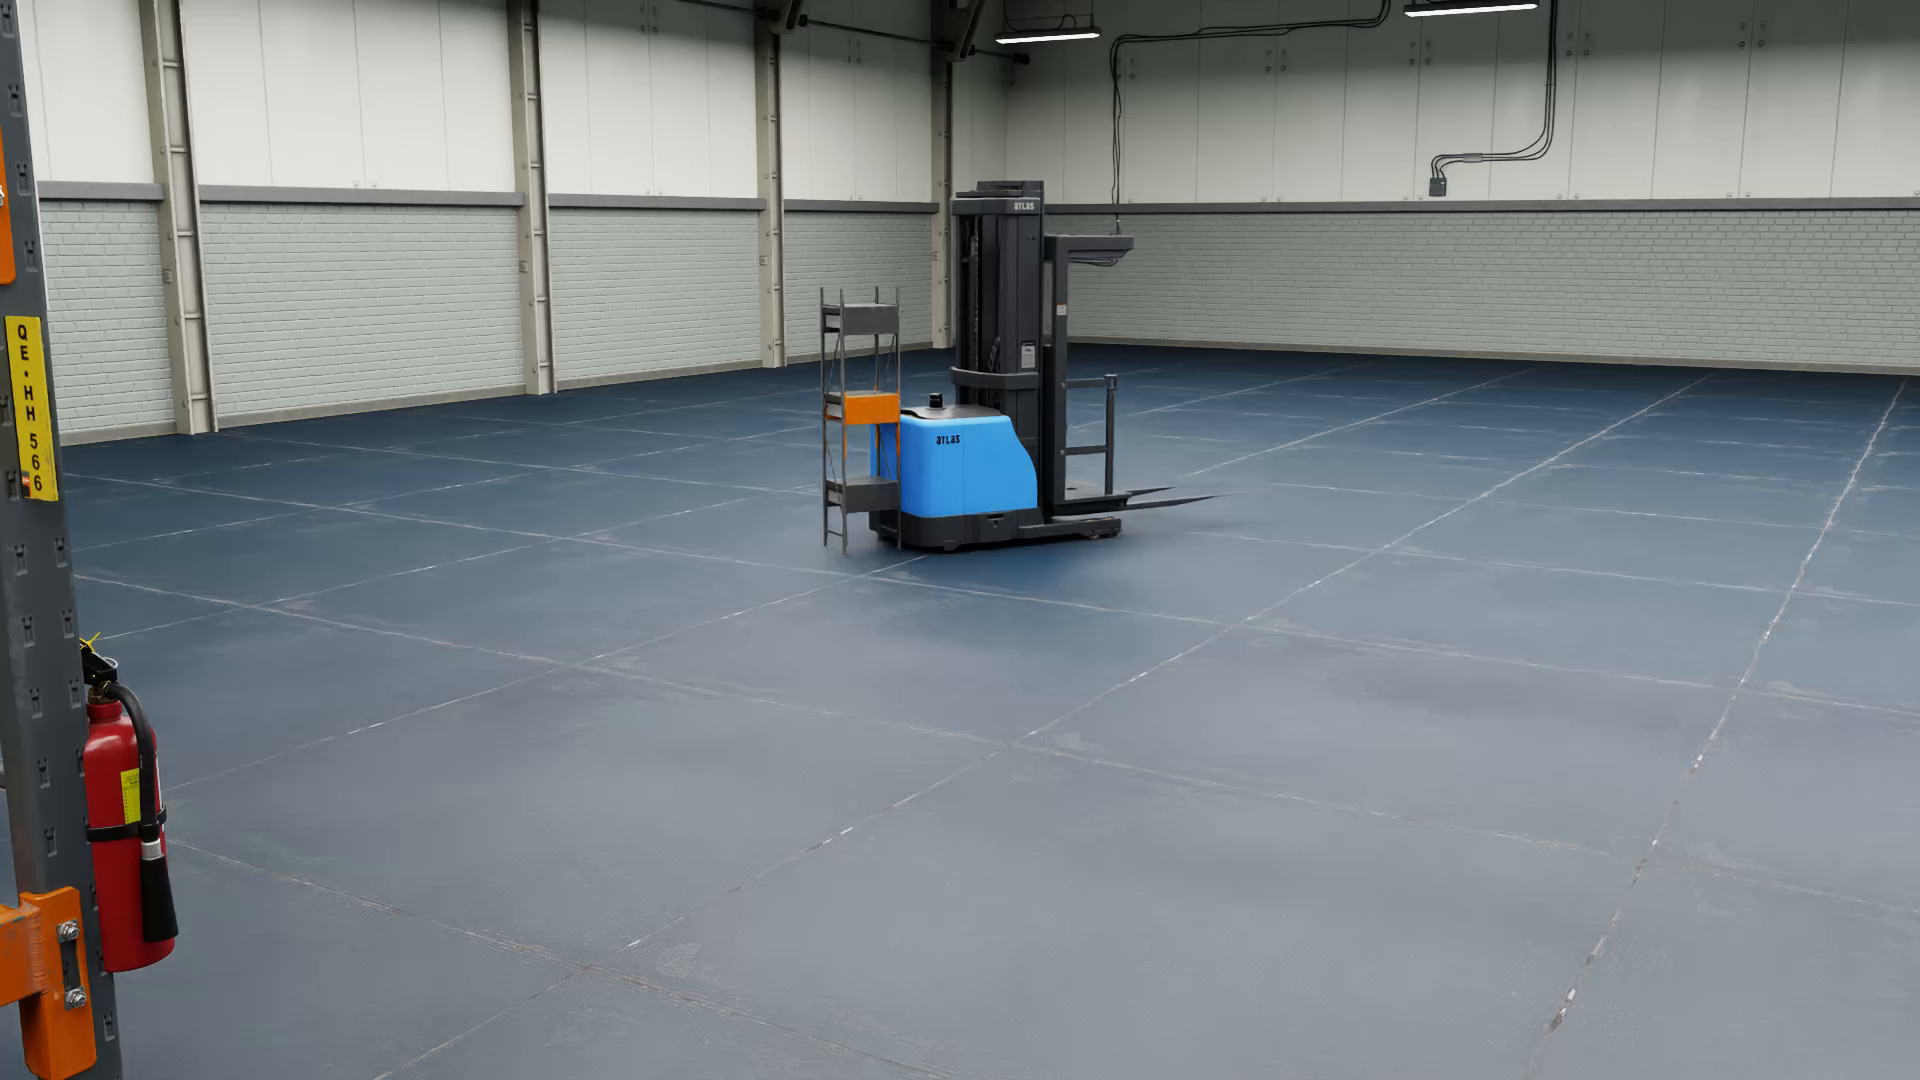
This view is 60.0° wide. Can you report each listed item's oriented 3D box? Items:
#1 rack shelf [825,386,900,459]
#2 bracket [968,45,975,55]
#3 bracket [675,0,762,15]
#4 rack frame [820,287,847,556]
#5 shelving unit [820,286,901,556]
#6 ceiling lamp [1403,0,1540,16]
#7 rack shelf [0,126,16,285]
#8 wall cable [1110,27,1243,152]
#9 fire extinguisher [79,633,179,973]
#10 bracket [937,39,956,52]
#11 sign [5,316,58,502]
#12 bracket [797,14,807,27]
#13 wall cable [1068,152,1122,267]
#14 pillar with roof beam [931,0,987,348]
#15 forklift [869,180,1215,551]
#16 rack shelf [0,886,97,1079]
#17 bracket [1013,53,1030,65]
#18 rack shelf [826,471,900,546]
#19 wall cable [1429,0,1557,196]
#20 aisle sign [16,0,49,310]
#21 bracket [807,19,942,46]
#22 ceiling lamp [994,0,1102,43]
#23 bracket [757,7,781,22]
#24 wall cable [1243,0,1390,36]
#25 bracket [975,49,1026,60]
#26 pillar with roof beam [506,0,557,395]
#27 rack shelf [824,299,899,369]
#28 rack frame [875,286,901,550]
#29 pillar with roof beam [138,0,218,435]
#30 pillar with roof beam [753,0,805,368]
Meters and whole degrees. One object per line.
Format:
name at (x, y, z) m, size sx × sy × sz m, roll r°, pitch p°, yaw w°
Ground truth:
rack shelf at (-0.793, -0.949, 13.305) m, size 0.480 × 0.518 × 0.431 m, roll -6°, pitch 12°, yaw -29°
bracket at (0.135, -10.429, 35.340) m, size 0.235 × 0.232 × 0.430 m, roll 6°, pitch 12°, yaw 31°
bracket at (-4.749, -8.950, 27.438) m, size 0.076 × 0.066 × 4.783 m, roll 6°, pitch 12°, yaw 31°
rack frame at (-1.005, -0.940, 13.184) m, size 0.015 × 2.100 × 0.400 m, roll -6°, pitch 12°, yaw -29°
shelving unit at (-0.793, -0.962, 13.302) m, size 0.503 × 2.100 × 0.431 m, roll -6°, pitch 12°, yaw -29°
ceiling lamp at (7.985, -9.730, 25.525) m, size 2.000 × 3.185 × 0.800 m, roll 6°, pitch 12°, yaw 31°
rack shelf at (-3.152, -0.371, 1.501) m, size 1.077 × 0.370 × 4.000 m, roll 6°, pitch 12°, yaw 31°
wall cable at (4.587, -9.663, 35.744) m, size 3.097 × 2.526 × 0.112 m, roll 6°, pitch 12°, yaw 31°
fire extinguisher at (-1.661, 0.499, 3.259) m, size 0.296 × 0.674 × 0.183 m, roll 6°, pitch 12°, yaw 31°
bracket at (-0.296, -10.299, 34.642) m, size 0.235 × 0.232 × 0.430 m, roll 6°, pitch 12°, yaw 31°
sign at (-1.650, -0.233, 2.956) m, size 0.100 × 0.325 × 0.005 m, roll 6°, pitch 12°, yaw 31°
bracket at (-2.981, -9.485, 30.299) m, size 0.235 × 0.232 × 0.430 m, roll 6°, pitch 12°, yaw 31°
wall cable at (2.275, -7.439, 37.589) m, size 3.097 × 2.526 × 0.112 m, roll 6°, pitch 12°, yaw 31°
pillar with roof beam at (3.295, -8.217, 33.307) m, size 9.100 × 9.000 × 0.548 m, roll 6°, pitch 12°, yaw 31°
forklift at (0.775, -1.524, 14.043) m, size 3.031 × 2.935 × 1.130 m, roll -6°, pitch 12°, yaw -29°
rack shelf at (-3.152, 1.104, 1.777) m, size 1.077 × 0.370 × 4.000 m, roll 6°, pitch 12°, yaw 31°
bracket at (1.365, -10.802, 37.331) m, size 0.235 × 0.232 × 0.430 m, roll 6°, pitch 12°, yaw 31°
rack shelf at (-0.793, -0.261, 13.434) m, size 0.480 × 0.518 × 0.431 m, roll -6°, pitch 12°, yaw -29°
wall cable at (10.381, -9.728, 32.133) m, size 2.305 × 6.003 × 0.169 m, roll 6°, pitch 12°, yaw 31°
aisle sign at (-1.825, -0.823, 3.051) m, size 0.394 × 0.787 × 0.004 m, roll 6°, pitch 12°, yaw 31°
bracket at (-1.634, -9.893, 32.478) m, size 0.076 × 0.066 × 4.783 m, roll 6°, pitch 12°, yaw 31°
ceiling lamp at (1.669, -10.436, 29.296) m, size 2.000 × 3.185 × 0.800 m, roll 6°, pitch 12°, yaw 31°
bracket at (-3.411, -9.355, 29.602) m, size 0.235 × 0.232 × 0.430 m, roll 6°, pitch 12°, yaw 31°
wall cable at (7.232, -11.603, 33.746) m, size 3.097 × 2.526 × 0.112 m, roll 6°, pitch 12°, yaw 31°
bracket at (1.058, -10.709, 36.834) m, size 0.076 × 0.066 × 3.189 m, roll 6°, pitch 12°, yaw 31°
pillar with roof beam at (-2.935, -6.330, 23.226) m, size 9.100 × 9.000 × 0.400 m, roll 6°, pitch 12°, yaw 31°
rack shelf at (-0.793, -1.637, 13.176) m, size 0.480 × 0.518 × 0.431 m, roll -6°, pitch 12°, yaw -29°
rack frame at (-0.580, -0.984, 13.420) m, size 0.015 × 2.100 × 0.400 m, roll -6°, pitch 12°, yaw -29°
pillar with roof beam at (-6.050, -5.386, 18.185) m, size 9.100 × 9.000 × 0.400 m, roll 6°, pitch 12°, yaw 31°
pillar with roof beam at (0.180, -7.274, 28.266) m, size 9.100 × 9.000 × 0.548 m, roll 6°, pitch 12°, yaw 31°
